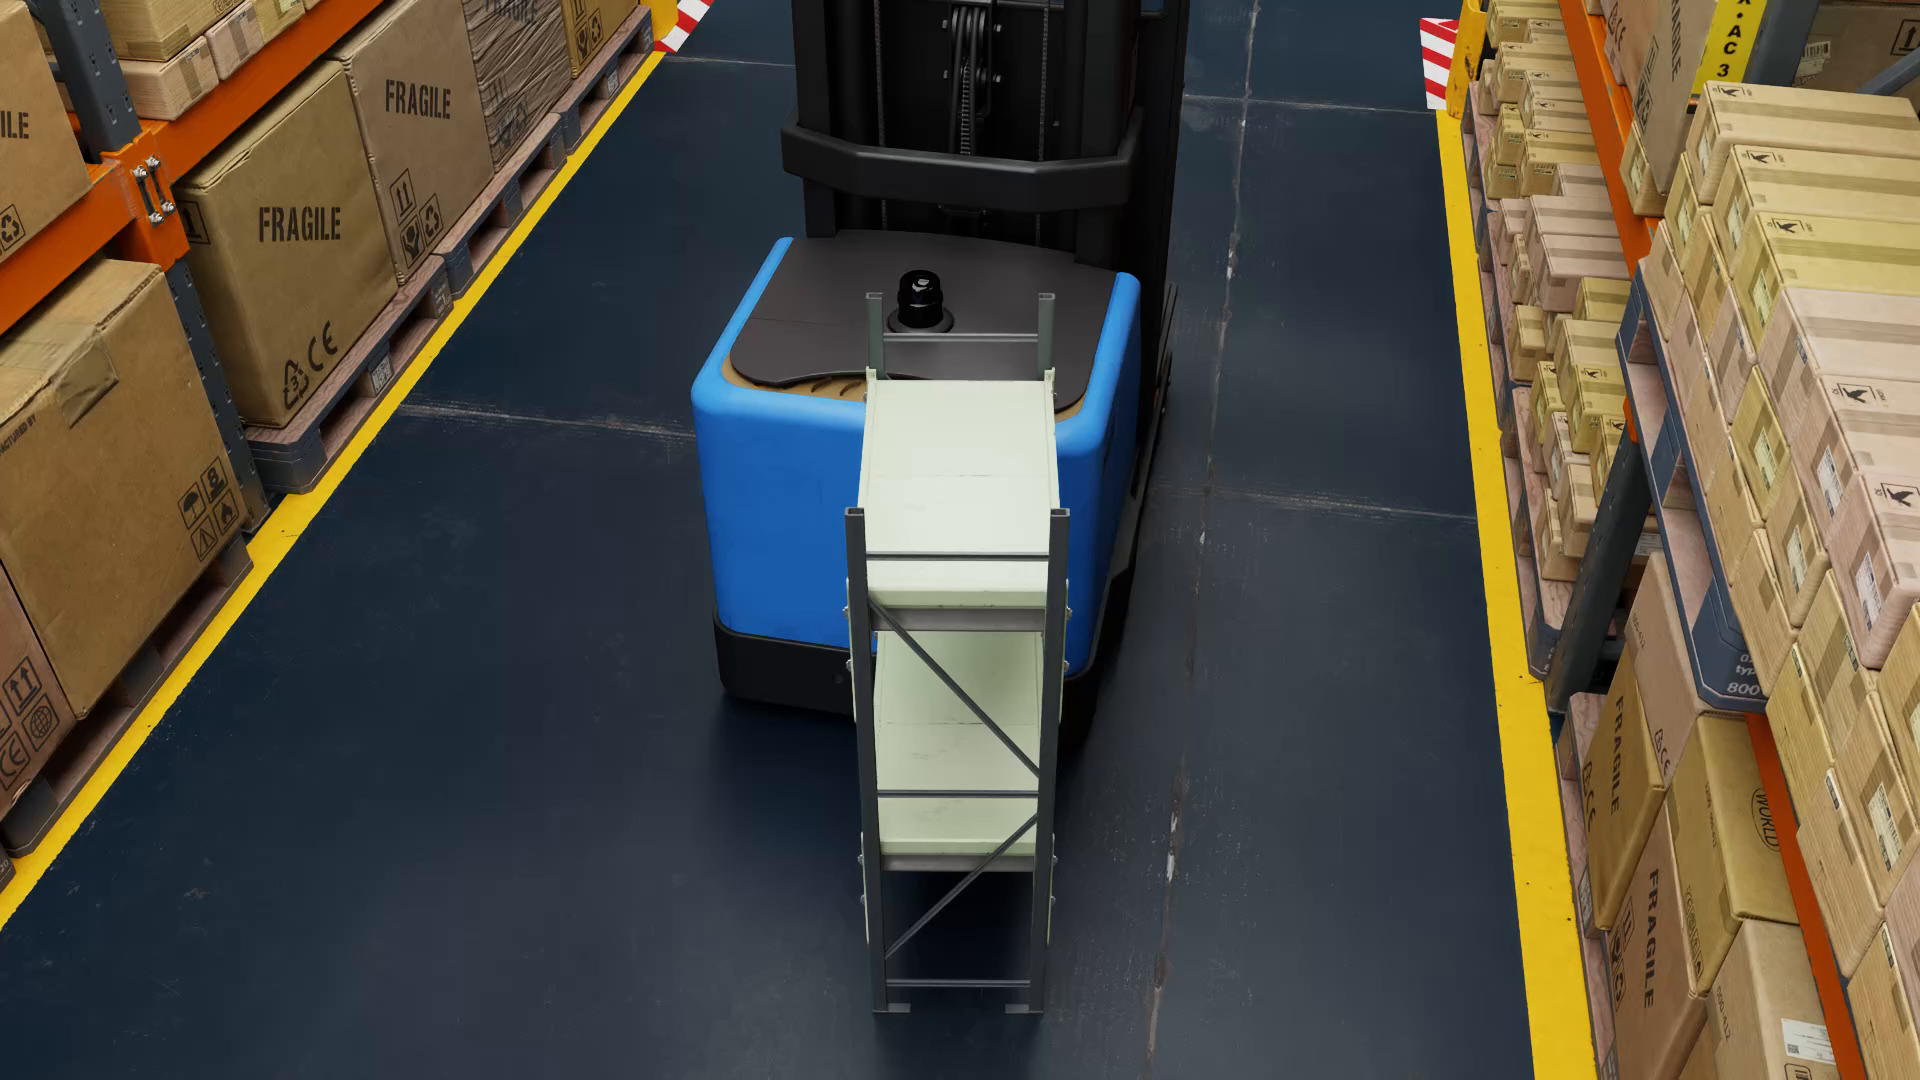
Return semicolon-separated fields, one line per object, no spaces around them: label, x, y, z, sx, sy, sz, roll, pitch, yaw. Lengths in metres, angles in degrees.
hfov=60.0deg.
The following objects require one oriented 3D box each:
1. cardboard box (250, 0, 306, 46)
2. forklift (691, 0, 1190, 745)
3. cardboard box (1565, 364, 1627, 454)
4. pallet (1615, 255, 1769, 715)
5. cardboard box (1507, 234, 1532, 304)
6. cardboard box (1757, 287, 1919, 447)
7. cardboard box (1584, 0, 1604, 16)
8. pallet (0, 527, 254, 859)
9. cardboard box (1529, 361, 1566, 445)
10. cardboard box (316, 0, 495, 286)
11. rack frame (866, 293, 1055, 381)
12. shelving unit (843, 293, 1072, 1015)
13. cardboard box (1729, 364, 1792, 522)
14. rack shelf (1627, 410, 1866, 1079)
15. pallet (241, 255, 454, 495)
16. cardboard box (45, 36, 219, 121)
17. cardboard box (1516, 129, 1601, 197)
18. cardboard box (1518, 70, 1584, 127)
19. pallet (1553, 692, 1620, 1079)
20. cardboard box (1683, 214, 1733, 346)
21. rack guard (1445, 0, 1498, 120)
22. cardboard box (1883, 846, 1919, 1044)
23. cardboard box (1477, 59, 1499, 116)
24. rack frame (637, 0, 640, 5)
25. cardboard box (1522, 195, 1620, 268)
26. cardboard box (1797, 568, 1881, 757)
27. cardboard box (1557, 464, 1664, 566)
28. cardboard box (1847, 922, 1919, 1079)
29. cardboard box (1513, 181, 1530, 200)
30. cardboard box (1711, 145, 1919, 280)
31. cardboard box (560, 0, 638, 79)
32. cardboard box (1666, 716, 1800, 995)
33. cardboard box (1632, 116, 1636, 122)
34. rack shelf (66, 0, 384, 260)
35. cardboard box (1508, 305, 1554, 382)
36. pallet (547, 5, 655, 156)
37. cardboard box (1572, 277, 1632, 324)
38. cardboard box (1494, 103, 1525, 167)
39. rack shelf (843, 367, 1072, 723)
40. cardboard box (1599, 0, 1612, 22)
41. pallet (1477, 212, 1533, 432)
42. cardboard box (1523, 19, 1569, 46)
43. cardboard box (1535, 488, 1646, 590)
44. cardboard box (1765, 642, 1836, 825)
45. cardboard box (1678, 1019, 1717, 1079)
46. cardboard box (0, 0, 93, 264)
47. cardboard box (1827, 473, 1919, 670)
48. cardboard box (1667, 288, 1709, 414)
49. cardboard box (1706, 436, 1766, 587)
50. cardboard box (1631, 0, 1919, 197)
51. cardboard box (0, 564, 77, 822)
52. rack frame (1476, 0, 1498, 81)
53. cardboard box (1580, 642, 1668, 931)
cardboard box;-2.250;-1.644;5.082;0.380;0.149;0.250;8;40;9
forklift;0.129;-1.523;4.791;1.130;2.935;3.031;8;40;9
cardboard box;1.959;-0.360;4.773;0.380;0.149;0.250;7;40;8
pallet;1.873;-0.114;3.184;1.003;0.211;1.213;6;40;8
cardboard box;2.180;-0.959;5.964;0.380;0.149;0.250;6;40;8
cardboard box;1.492;-0.256;2.607;0.380;0.149;0.250;6;40;7
cardboard box;2.167;-1.749;5.208;0.380;0.149;0.250;7;40;9
pallet;-2.779;0.306;4.715;1.003;0.211;1.213;6;40;8
cardboard box;1.953;-0.403;5.058;0.380;0.149;0.250;5;40;6
cardboard box;-2.371;-1.575;6.139;0.875;0.875;0.875;6;40;8
rack frame;0.001;0.061;3.999;0.400;1.500;0.023;0;40;0
shelving unit;-0.002;0.294;3.717;0.431;1.500;0.755;0;40;0
cardboard box;1.496;-0.146;2.707;0.380;0.149;0.250;5;40;6
rack shelf;1.802;0.881;2.395;1.077;0.370;4.000;6;40;8
pallet;-2.511;-0.655;5.877;1.003;0.211;1.213;6;40;8
cardboard box;-2.341;-1.314;4.682;0.380;0.149;0.250;6;40;8
cardboard box;2.207;-1.335;5.951;0.380;0.149;0.250;7;40;8
cardboard box;2.355;-1.668;6.354;0.380;0.149;0.250;5;40;5
pallet;2.015;0.912;3.981;1.003;0.211;1.213;6;40;8
cardboard box;1.584;-0.472;3.100;0.380;0.149;0.250;6;40;7
rack guard;2.827;-2.151;7.459;1.175;0.500;0.348;6;40;8
cardboard box;1.314;0.509;1.914;0.380;0.149;0.250;7;40;9
cardboard box;2.435;-1.931;7.140;0.380;0.149;0.250;7;40;9
rack frame;-2.027;-3.772;7.458;1.000;3.000;0.127;6;40;8
cardboard box;2.107;-1.022;5.573;0.380;0.149;0.250;5;40;6
cardboard box;1.405;0.190;2.301;0.380;0.149;0.250;6;40;7
cardboard box;1.890;-0.062;4.645;0.380;0.149;0.250;7;40;9
cardboard box;1.316;0.629;2.002;0.380;0.149;0.250;8;40;9
cardboard box;2.331;-1.282;6.355;0.380;0.149;0.250;6;40;8
cardboard box;1.585;-0.573;2.990;0.380;0.149;0.250;7;40;9
cardboard box;-2.059;-2.704;7.505;0.875;0.875;0.875;6;40;8
cardboard box;1.671;0.630;3.177;0.500;0.250;0.500;7;40;9
cardboard box;2.010;-1.094;4.417;0.380;0.149;0.250;8;40;9
rack shelf;-2.373;-2.240;6.169;1.077;0.370;4.000;6;40;8
cardboard box;2.060;-0.648;5.587;0.380;0.149;0.250;6;40;8
pallet;-2.088;-2.187;7.729;1.003;0.211;1.213;6;40;8
cardboard box;2.116;-0.672;5.149;0.380;0.149;0.250;8;40;9
cardboard box;2.288;-1.561;6.458;0.380;0.149;0.250;8;40;9
rack shelf;-0.002;-0.007;3.468;0.431;0.370;0.720;0;40;0
cardboard box;2.132;-1.777;4.733;0.500;0.500;0.500;6;40;7
pallet;2.438;-0.770;6.015;1.003;0.211;1.213;6;40;8
cardboard box;2.486;-1.976;6.727;0.380;0.149;0.250;7;40;8
cardboard box;1.881;0.002;4.801;0.380;0.149;0.250;7;40;8
cardboard box;1.406;0.300;2.400;0.380;0.149;0.250;6;40;7
cardboard box;1.592;1.247;3.020;0.500;0.500;0.500;7;40;8
cardboard box;-2.531;-0.977;3.999;0.500;0.500;0.500;7;40;8
cardboard box;1.404;0.062;2.221;0.380;0.149;0.250;8;40;9
cardboard box;1.585;-0.345;3.181;0.380;0.149;0.250;7;40;8
cardboard box;1.493;-0.031;2.801;0.380;0.149;0.250;7;40;8
cardboard box;1.954;-1.139;3.962;0.500;0.500;0.500;6;40;8
cardboard box;-2.964;0.360;3.798;1.225;0.875;0.875;5;40;6
rack frame;2.840;-3.162;6.720;1.000;3.000;0.127;6;40;8
cardboard box;1.759;0.585;3.821;0.500;0.500;0.500;8;40;9
